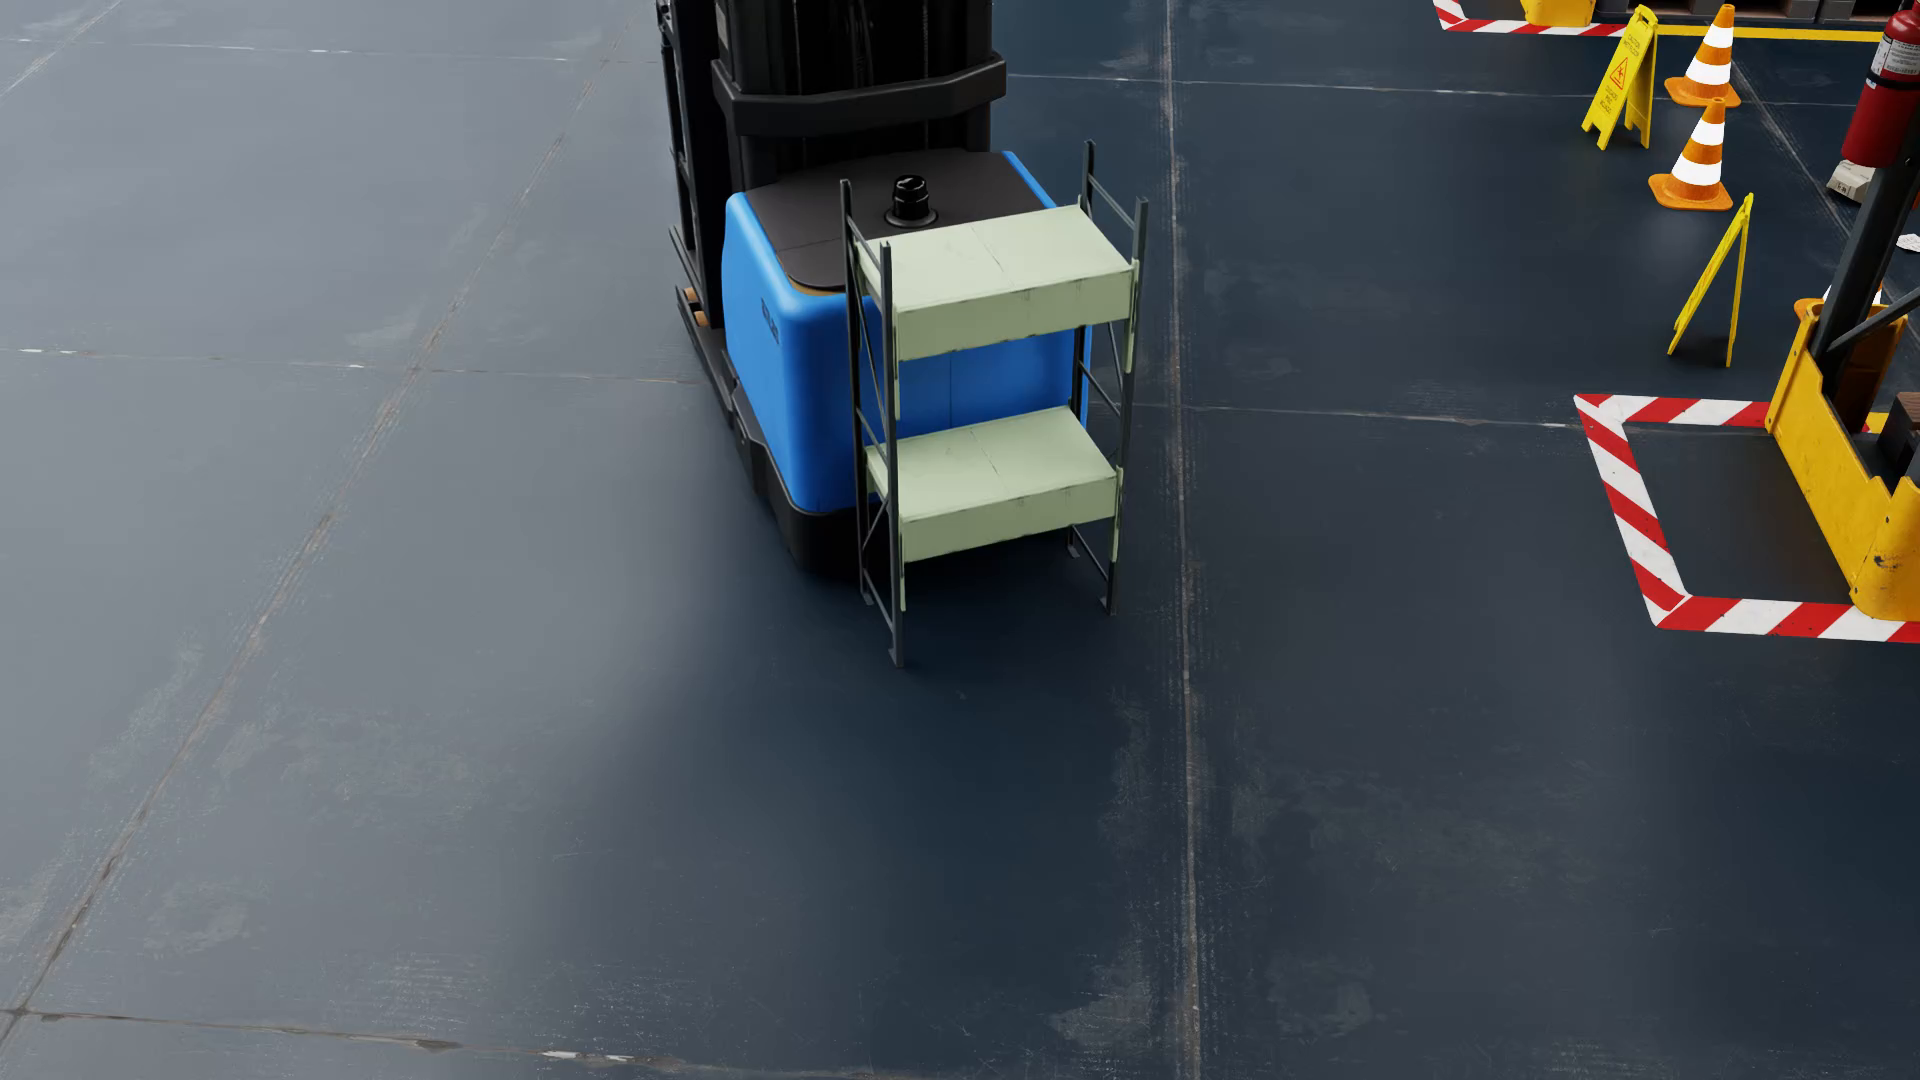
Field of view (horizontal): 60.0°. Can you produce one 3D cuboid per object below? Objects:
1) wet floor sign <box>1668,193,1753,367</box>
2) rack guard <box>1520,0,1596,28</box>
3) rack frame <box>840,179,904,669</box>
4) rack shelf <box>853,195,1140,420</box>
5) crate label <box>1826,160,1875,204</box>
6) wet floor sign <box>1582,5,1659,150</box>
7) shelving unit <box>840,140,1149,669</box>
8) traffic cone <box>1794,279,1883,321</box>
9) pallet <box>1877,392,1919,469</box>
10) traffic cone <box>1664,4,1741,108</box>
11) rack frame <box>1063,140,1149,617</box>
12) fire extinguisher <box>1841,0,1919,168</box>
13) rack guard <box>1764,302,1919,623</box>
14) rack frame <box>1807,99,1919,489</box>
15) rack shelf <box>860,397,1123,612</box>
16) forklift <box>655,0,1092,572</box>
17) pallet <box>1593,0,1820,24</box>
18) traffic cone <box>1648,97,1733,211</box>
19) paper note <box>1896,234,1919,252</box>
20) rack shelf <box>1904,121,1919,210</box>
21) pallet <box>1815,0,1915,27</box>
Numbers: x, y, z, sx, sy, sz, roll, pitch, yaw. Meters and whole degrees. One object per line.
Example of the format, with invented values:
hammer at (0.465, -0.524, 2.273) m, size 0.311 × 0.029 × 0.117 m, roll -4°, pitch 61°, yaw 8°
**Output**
wet floor sign at (2.997, -1.038, 6.514) m, size 0.232 × 0.644 × 0.267 m, roll 16°, pitch 42°, yaw 19°
rack guard at (3.396, -3.419, 9.554) m, size 0.348 × 0.500 × 1.175 m, roll 3°, pitch 39°, yaw 4°
rack frame at (-0.255, -0.296, 4.925) m, size 0.023 × 1.500 × 0.400 m, roll -13°, pitch 41°, yaw -15°
rack shelf at (0.090, -0.676, 4.774) m, size 0.720 × 0.370 × 0.431 m, roll -13°, pitch 41°, yaw -15°
crate label at (4.179, -1.658, 7.679) m, size 0.298 × 0.136 × 0.250 m, roll -16°, pitch 42°, yaw -19°
wet floor sign at (3.220, -2.230, 7.978) m, size 0.232 × 0.644 × 0.267 m, roll -3°, pitch 39°, yaw -4°
shelving unit at (0.090, -0.373, 5.021) m, size 0.755 × 1.500 × 0.431 m, roll -13°, pitch 41°, yaw -15°
traffic cone at (3.633, -1.072, 6.701) m, size 0.334 × 0.463 × 0.336 m, roll 3°, pitch 39°, yaw 4°
pallet at (3.976, -0.116, 5.725) m, size 1.213 × 0.211 × 1.003 m, roll 3°, pitch 39°, yaw 4°
traffic cone at (3.827, -2.481, 8.431) m, size 0.334 × 0.463 × 0.336 m, roll 3°, pitch 39°, yaw 4°
rack frame at (0.434, -0.451, 5.116) m, size 0.023 × 1.500 × 0.400 m, roll -13°, pitch 41°, yaw -15°
fire extinguisher at (3.019, -1.534, 5.320) m, size 0.183 × 0.674 × 0.296 m, roll 3°, pitch 39°, yaw 4°
rack guard at (3.169, -0.294, 5.716) m, size 0.348 × 0.500 × 1.175 m, roll 3°, pitch 39°, yaw 4°
rack frame at (3.094, -1.268, 4.932) m, size 0.127 × 3.000 × 1.000 m, roll 3°, pitch 39°, yaw 4°
rack shelf at (0.090, -0.121, 5.226) m, size 0.720 × 0.370 × 0.431 m, roll -13°, pitch 41°, yaw -15°
forklift at (-0.519, -1.967, 5.845) m, size 1.130 × 2.935 × 3.031 m, roll -12°, pitch 41°, yaw -15°
pallet at (4.223, -3.311, 9.650) m, size 1.213 × 0.211 × 1.003 m, roll 3°, pitch 39°, yaw 4°
traffic cone at (3.390, -1.789, 7.581) m, size 0.334 × 0.463 × 0.336 m, roll 3°, pitch 39°, yaw 4°
paper note at (4.207, -1.317, 7.344) m, size 0.142 × 0.019 × 0.148 m, roll -10°, pitch 40°, yaw -12°
rack shelf at (5.086, -0.880, 5.025) m, size 4.000 × 0.370 × 1.077 m, roll 3°, pitch 39°, yaw 4°
pallet at (5.436, -3.243, 9.567) m, size 1.213 × 0.211 × 1.003 m, roll 3°, pitch 39°, yaw 4°
